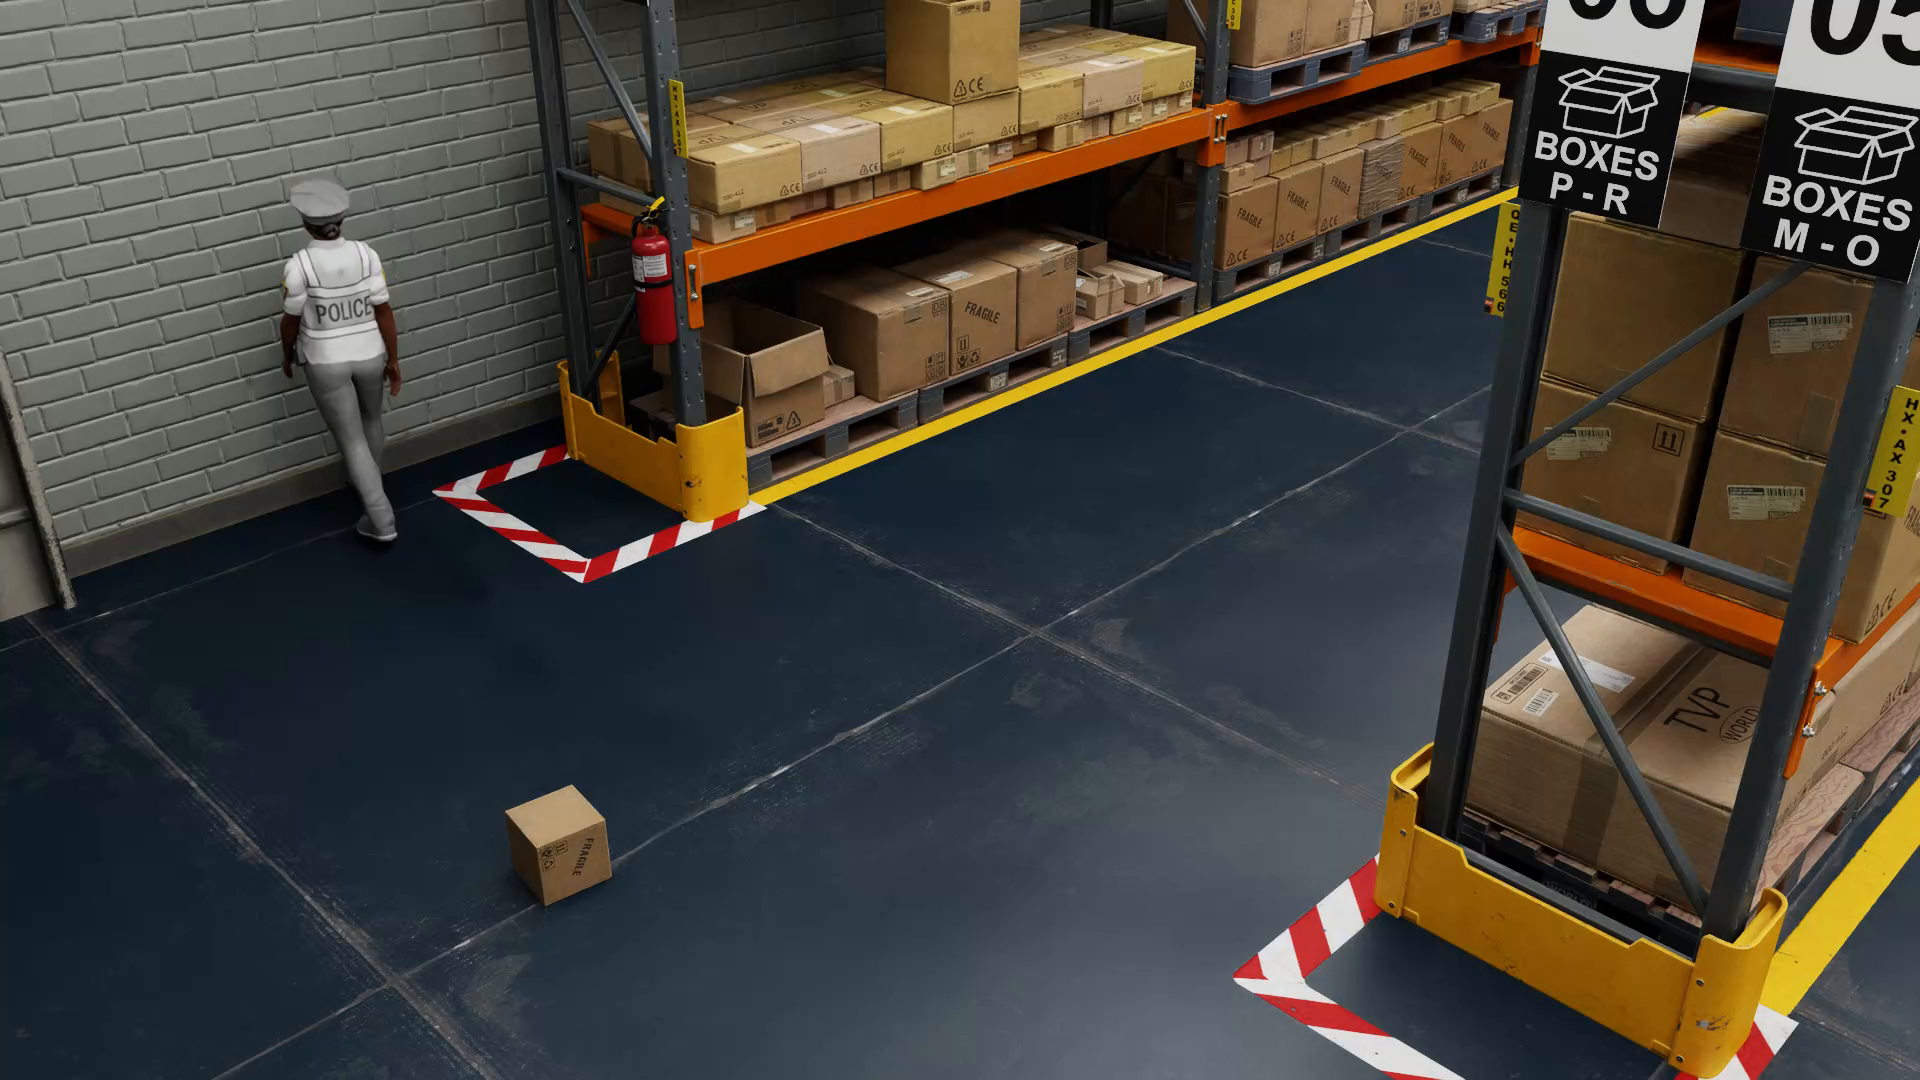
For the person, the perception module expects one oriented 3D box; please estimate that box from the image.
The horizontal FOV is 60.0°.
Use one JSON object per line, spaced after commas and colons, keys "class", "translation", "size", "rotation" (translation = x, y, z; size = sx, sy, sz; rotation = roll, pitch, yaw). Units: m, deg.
{"class": "person", "translation": [-2.901, -0.864, 7.691], "size": [0.455, 1.661, 0.837], "rotation": [-24, 36, -38]}
